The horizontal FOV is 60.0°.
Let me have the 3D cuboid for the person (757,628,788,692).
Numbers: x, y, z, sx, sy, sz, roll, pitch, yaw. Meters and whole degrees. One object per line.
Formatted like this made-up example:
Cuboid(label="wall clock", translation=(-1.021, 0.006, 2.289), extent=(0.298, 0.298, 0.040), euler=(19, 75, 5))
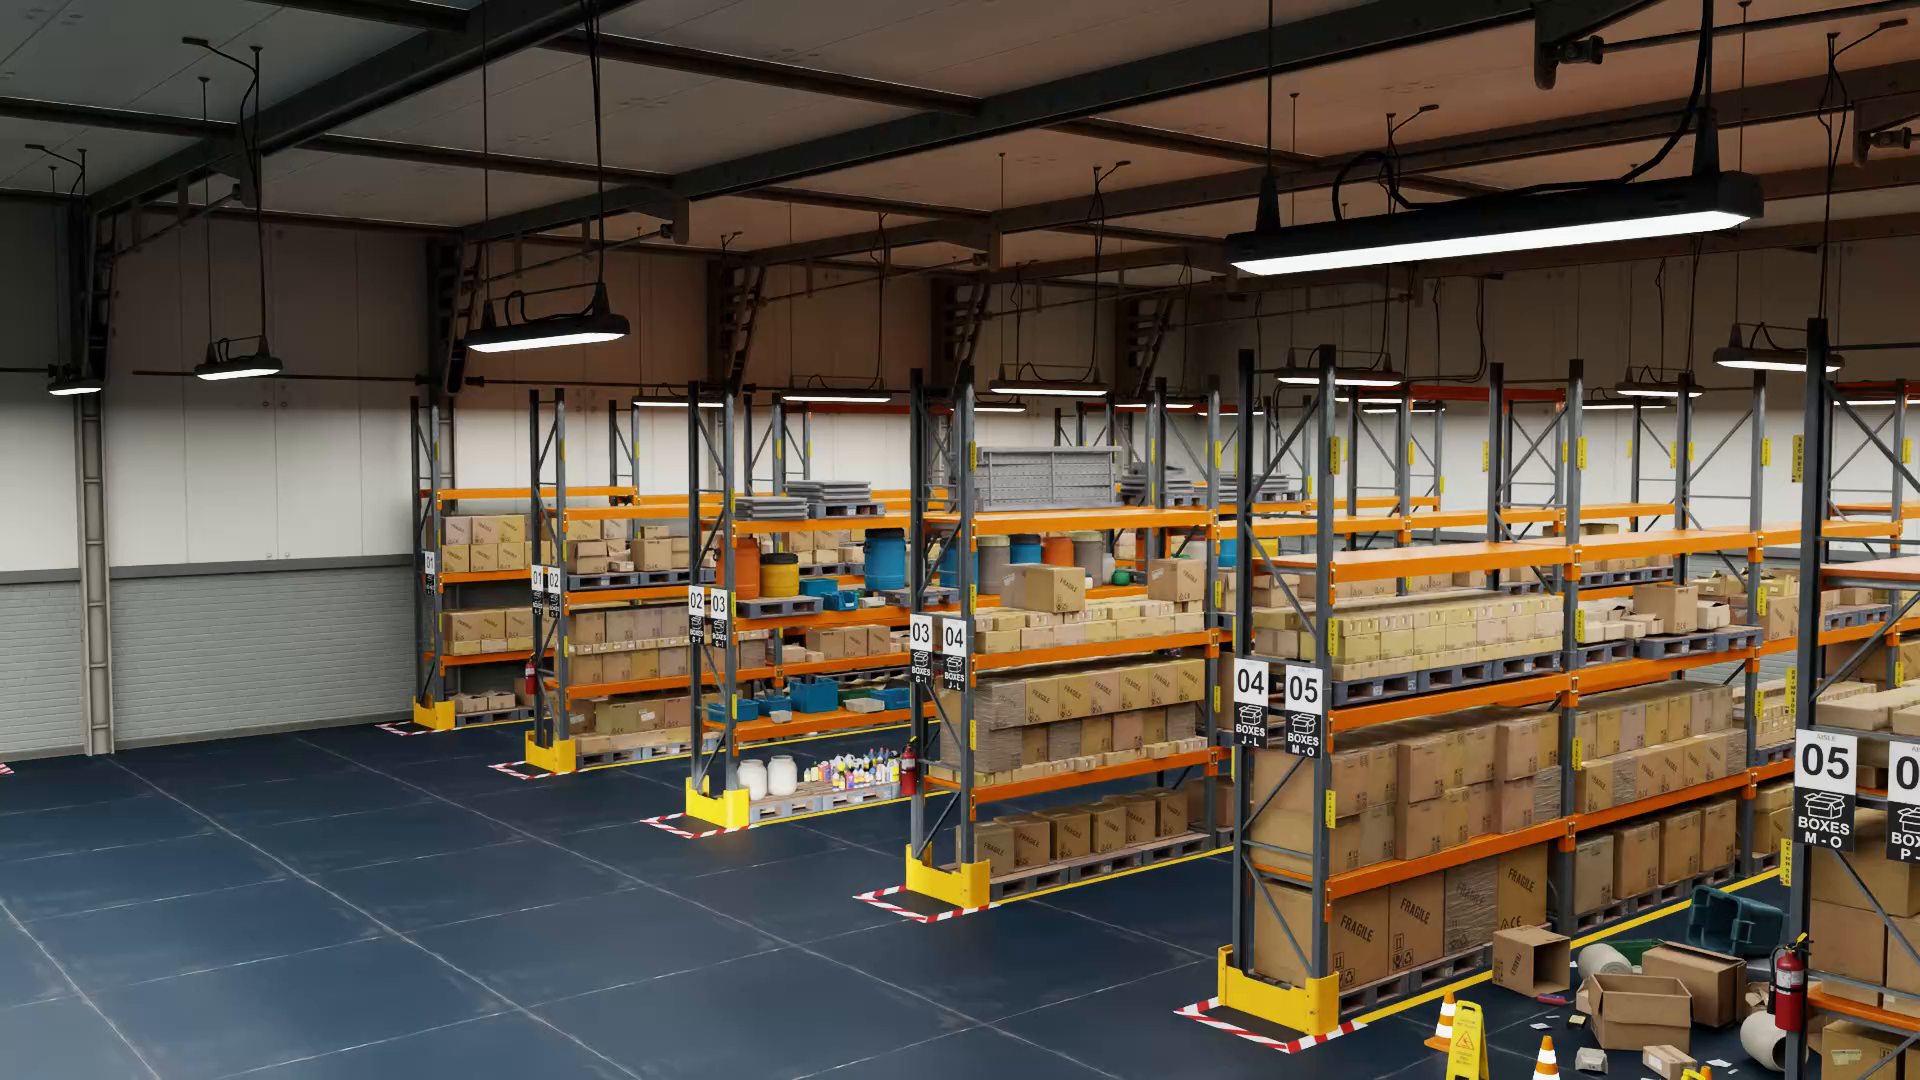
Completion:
Cuboid(label="person", translation=(-3.538, 2.448, 30.999), extent=(0.726, 1.790, 0.604), euler=(-1, 3, -10))
